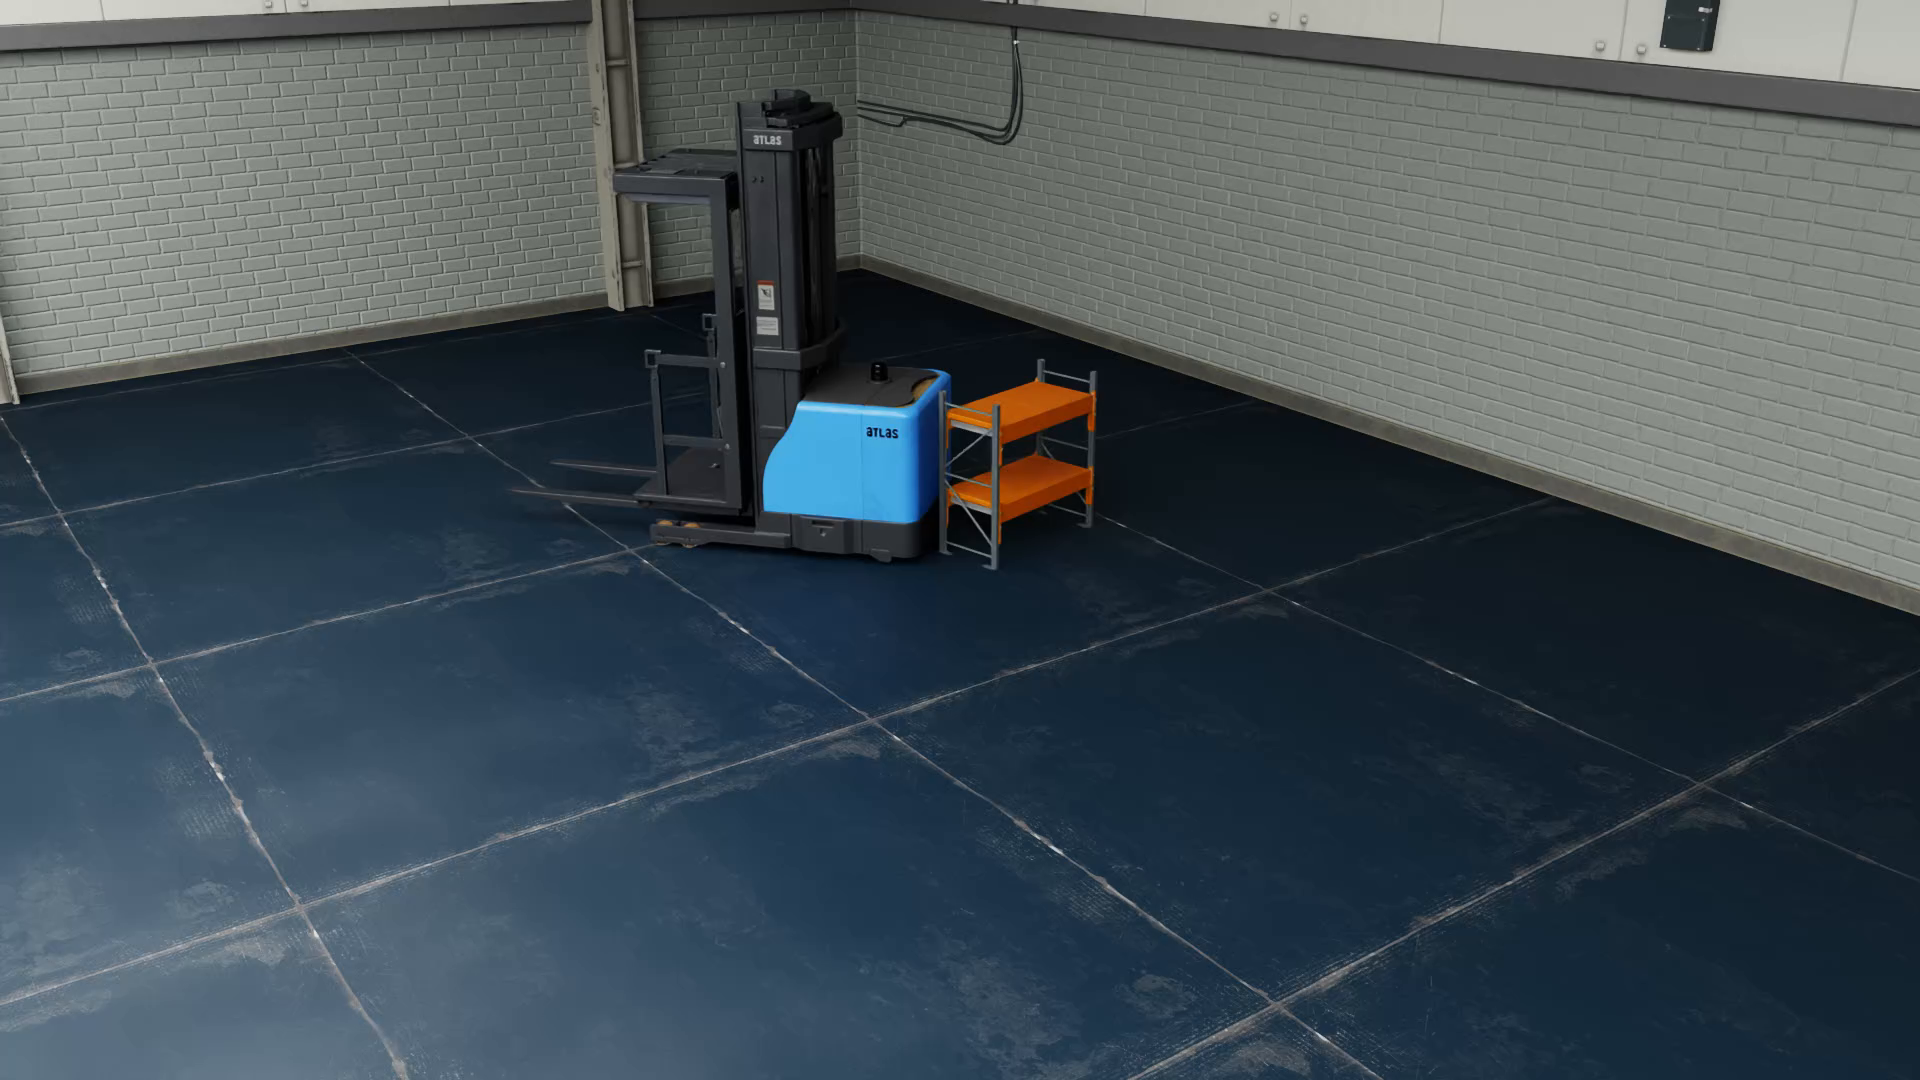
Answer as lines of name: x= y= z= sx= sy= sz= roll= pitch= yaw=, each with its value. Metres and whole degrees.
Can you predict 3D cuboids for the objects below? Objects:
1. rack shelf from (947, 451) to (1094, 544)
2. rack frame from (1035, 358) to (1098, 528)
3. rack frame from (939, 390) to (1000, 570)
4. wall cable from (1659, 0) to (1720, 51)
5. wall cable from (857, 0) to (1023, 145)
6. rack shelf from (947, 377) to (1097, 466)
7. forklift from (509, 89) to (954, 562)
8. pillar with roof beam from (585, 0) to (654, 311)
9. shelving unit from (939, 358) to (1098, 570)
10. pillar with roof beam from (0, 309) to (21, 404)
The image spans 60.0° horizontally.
rack shelf: x=0.395 y=-0.302 z=11.294 sx=0.538 sy=0.278 sz=1.000 roll=18 pitch=28 yaw=38
rack frame: x=0.732 y=-0.670 z=11.557 sx=0.500 sy=1.125 sz=0.032 roll=18 pitch=28 yaw=38
rack frame: x=0.059 y=-0.388 z=10.850 sx=0.500 sy=1.125 sz=0.032 roll=18 pitch=28 yaw=38
wall cable: x=5.209 y=-5.621 z=8.752 sx=0.169 sy=6.003 sz=2.305 roll=-15 pitch=26 yaw=-33
wall cable: x=-0.323 y=-5.459 z=17.124 sx=0.112 sy=2.526 sz=3.097 roll=-15 pitch=26 yaw=-33
rack shelf: x=0.395 y=-0.801 z=11.095 sx=0.538 sy=0.278 sz=1.000 roll=18 pitch=28 yaw=38
forklift: x=-1.619 y=-1.490 z=11.175 sx=3.031 sy=2.935 sz=1.130 roll=5 pitch=22 yaw=13
pillar with roof beam: x=-0.972 y=-5.366 z=12.702 sx=0.400 sy=9.000 sz=9.100 roll=-15 pitch=26 yaw=-33
shelving unit: x=0.395 y=-0.529 z=11.203 sx=0.538 sy=1.125 sz=1.048 roll=18 pitch=28 yaw=38
pillar with roof beam: x=-5.843 y=-4.067 z=9.447 sx=0.400 sy=9.000 sz=9.100 roll=-15 pitch=26 yaw=-33
